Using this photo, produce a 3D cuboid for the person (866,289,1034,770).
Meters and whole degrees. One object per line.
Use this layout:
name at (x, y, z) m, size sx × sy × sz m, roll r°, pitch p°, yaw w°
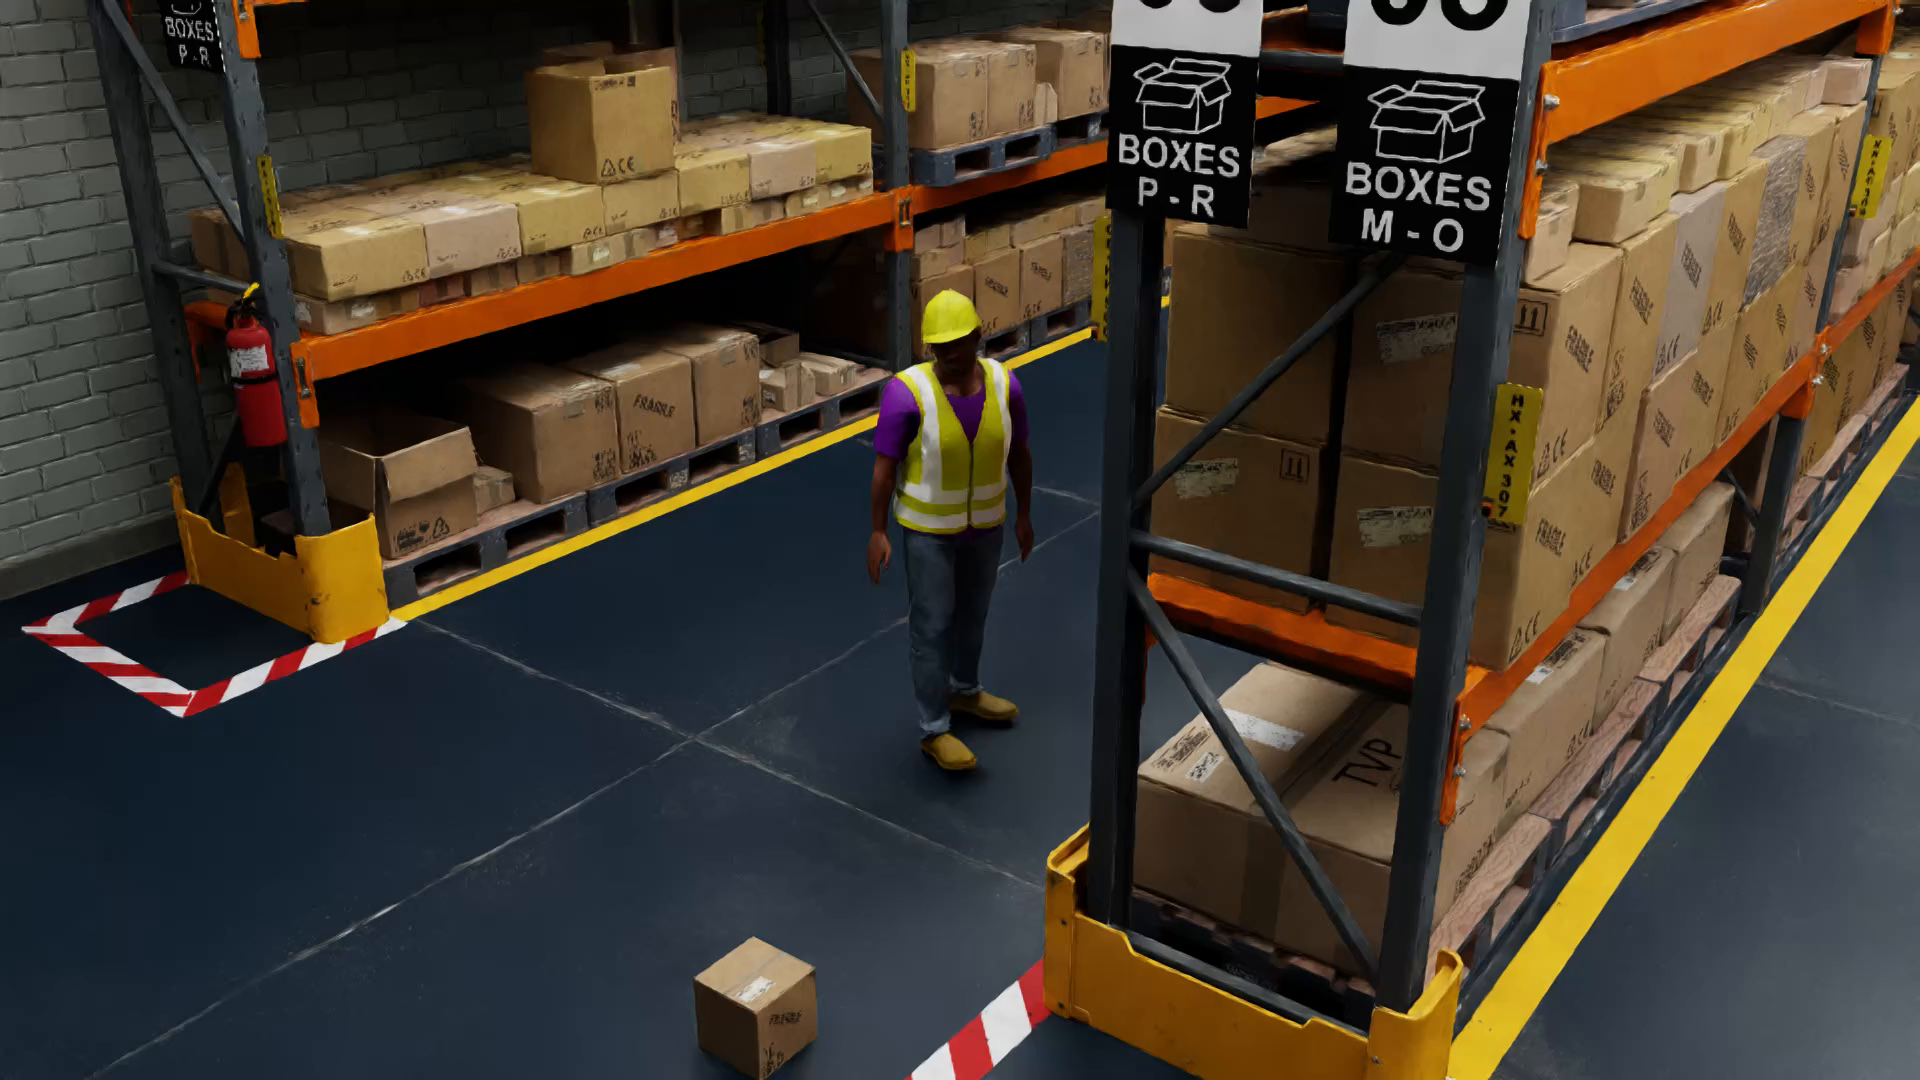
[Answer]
person at (-0.014, -0.035, 6.087) m, size 0.675 × 1.763 × 0.572 m, roll -12°, pitch 26°, yaw -26°
